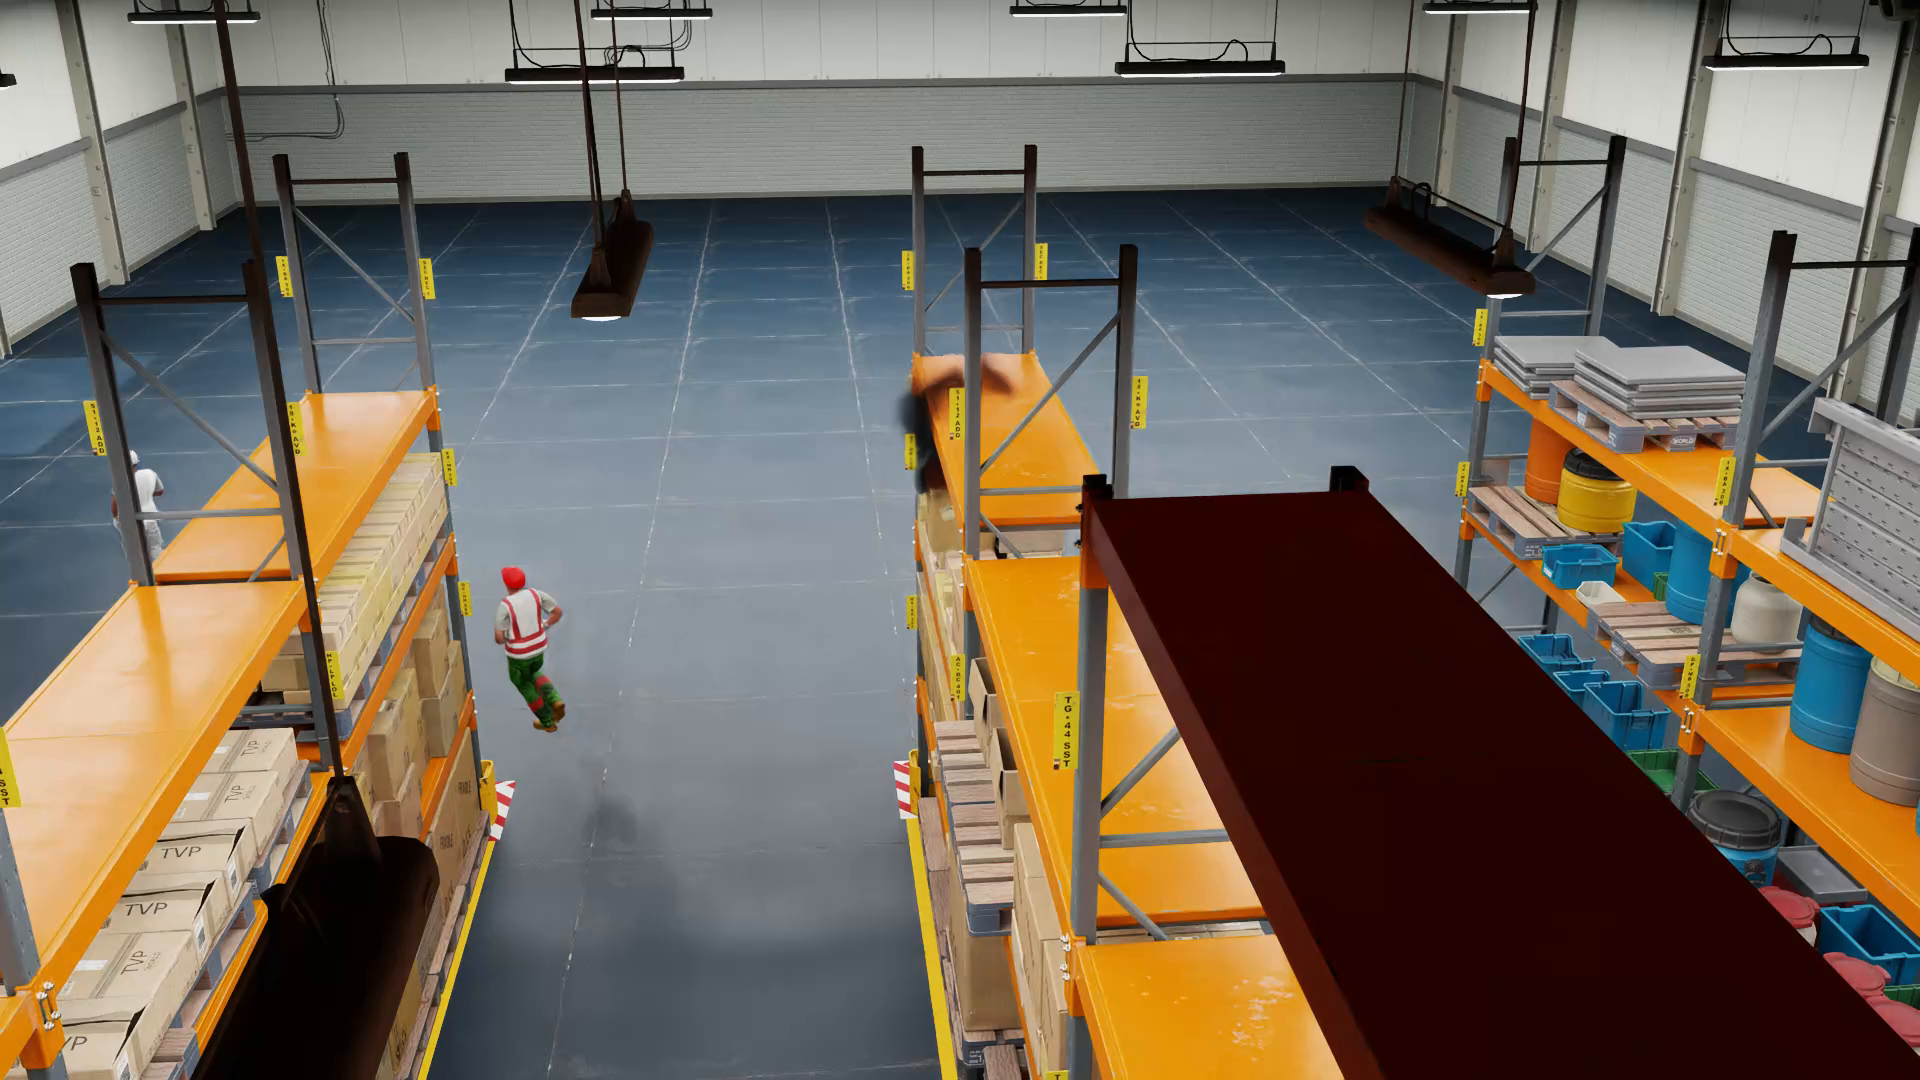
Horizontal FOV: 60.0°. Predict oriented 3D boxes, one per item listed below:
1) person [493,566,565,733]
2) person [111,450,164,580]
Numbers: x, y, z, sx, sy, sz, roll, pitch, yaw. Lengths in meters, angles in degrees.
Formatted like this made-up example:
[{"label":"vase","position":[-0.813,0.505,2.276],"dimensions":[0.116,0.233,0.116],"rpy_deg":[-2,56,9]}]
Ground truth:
[{"label":"person","position":[-4.162,1.045,15.906],"dimensions":[0.532,1.735,0.688],"rpy_deg":[20,29,40]},{"label":"person","position":[-9.693,-0.186,19.683],"dimensions":[0.798,1.850,0.704],"rpy_deg":[20,29,41]}]
